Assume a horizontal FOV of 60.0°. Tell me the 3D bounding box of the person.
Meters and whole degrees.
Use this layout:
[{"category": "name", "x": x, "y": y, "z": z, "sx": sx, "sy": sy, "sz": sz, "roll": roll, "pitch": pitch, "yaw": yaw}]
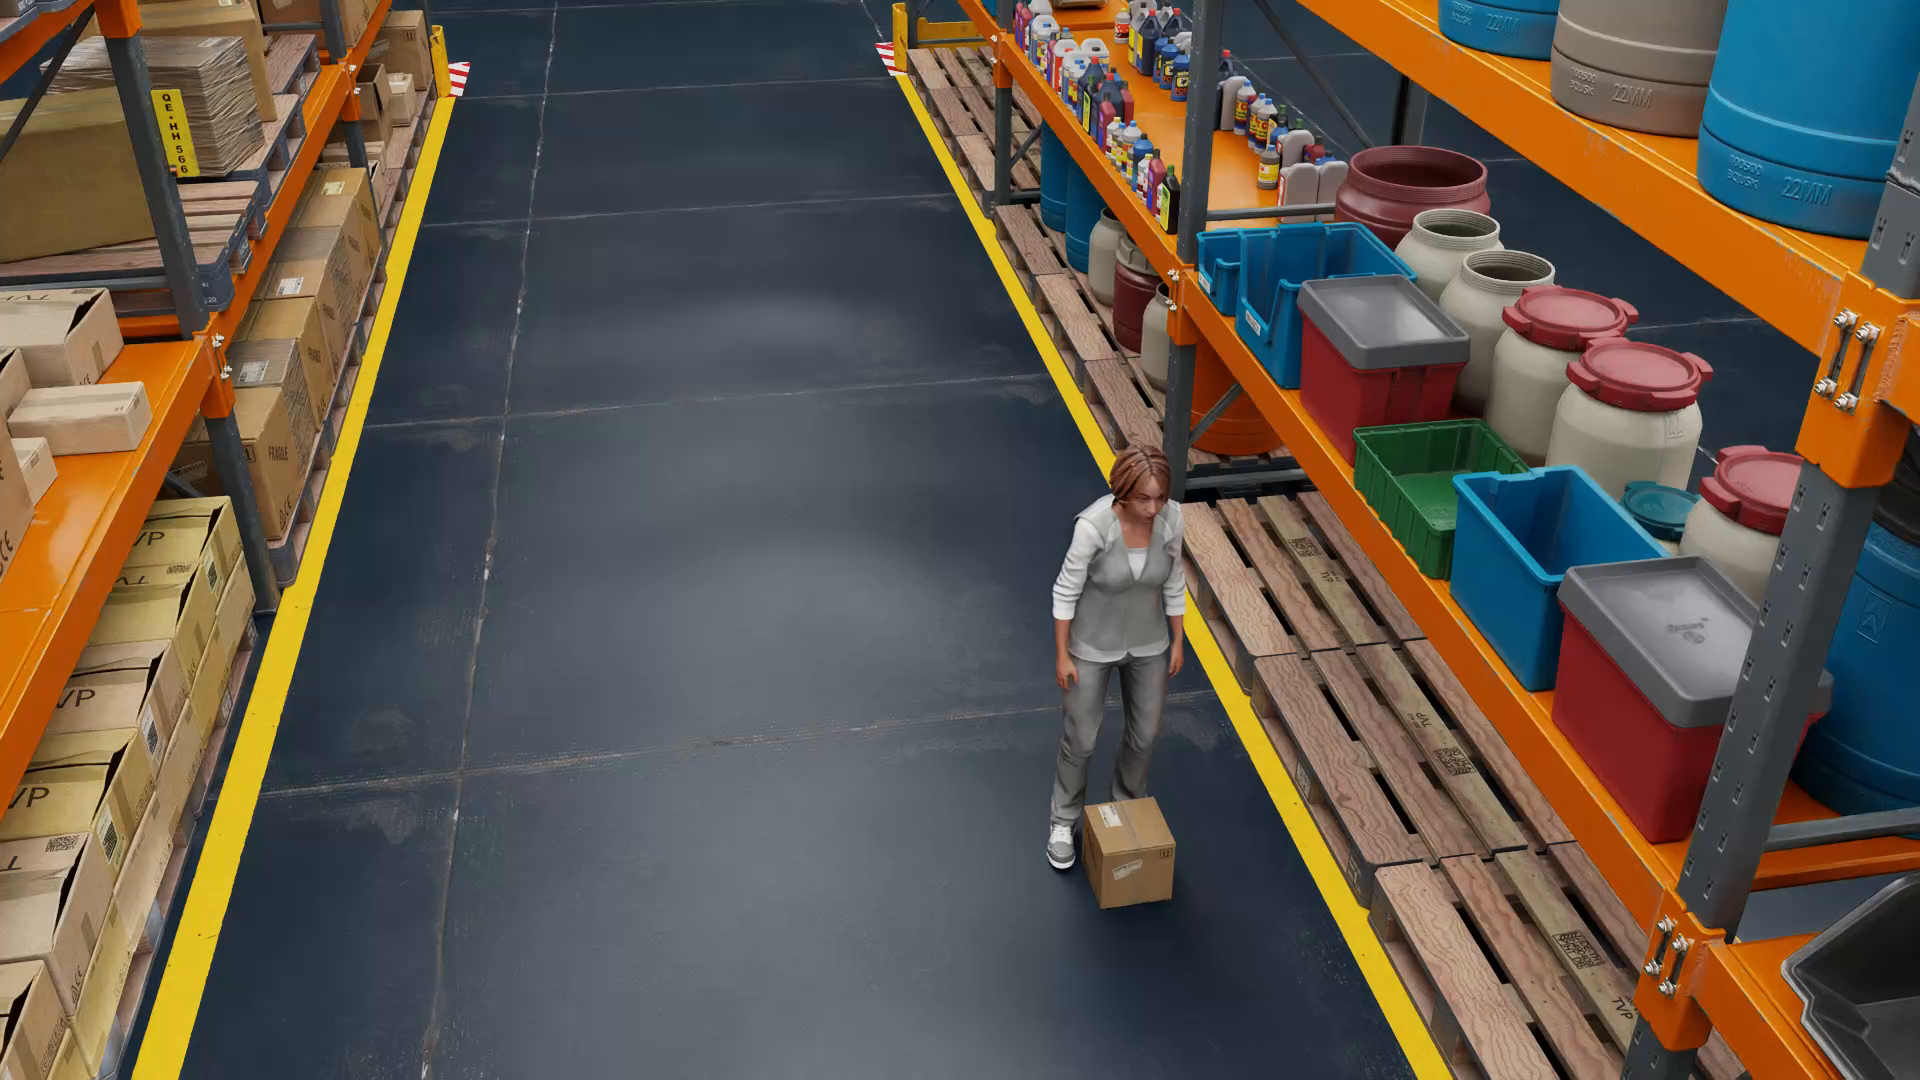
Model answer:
[{"category": "person", "x": 0.522, "y": 0.372, "z": 5.527, "sx": 0.480, "sy": 1.592, "sz": 0.349, "roll": -7, "pitch": 32, "yaw": -12}]
